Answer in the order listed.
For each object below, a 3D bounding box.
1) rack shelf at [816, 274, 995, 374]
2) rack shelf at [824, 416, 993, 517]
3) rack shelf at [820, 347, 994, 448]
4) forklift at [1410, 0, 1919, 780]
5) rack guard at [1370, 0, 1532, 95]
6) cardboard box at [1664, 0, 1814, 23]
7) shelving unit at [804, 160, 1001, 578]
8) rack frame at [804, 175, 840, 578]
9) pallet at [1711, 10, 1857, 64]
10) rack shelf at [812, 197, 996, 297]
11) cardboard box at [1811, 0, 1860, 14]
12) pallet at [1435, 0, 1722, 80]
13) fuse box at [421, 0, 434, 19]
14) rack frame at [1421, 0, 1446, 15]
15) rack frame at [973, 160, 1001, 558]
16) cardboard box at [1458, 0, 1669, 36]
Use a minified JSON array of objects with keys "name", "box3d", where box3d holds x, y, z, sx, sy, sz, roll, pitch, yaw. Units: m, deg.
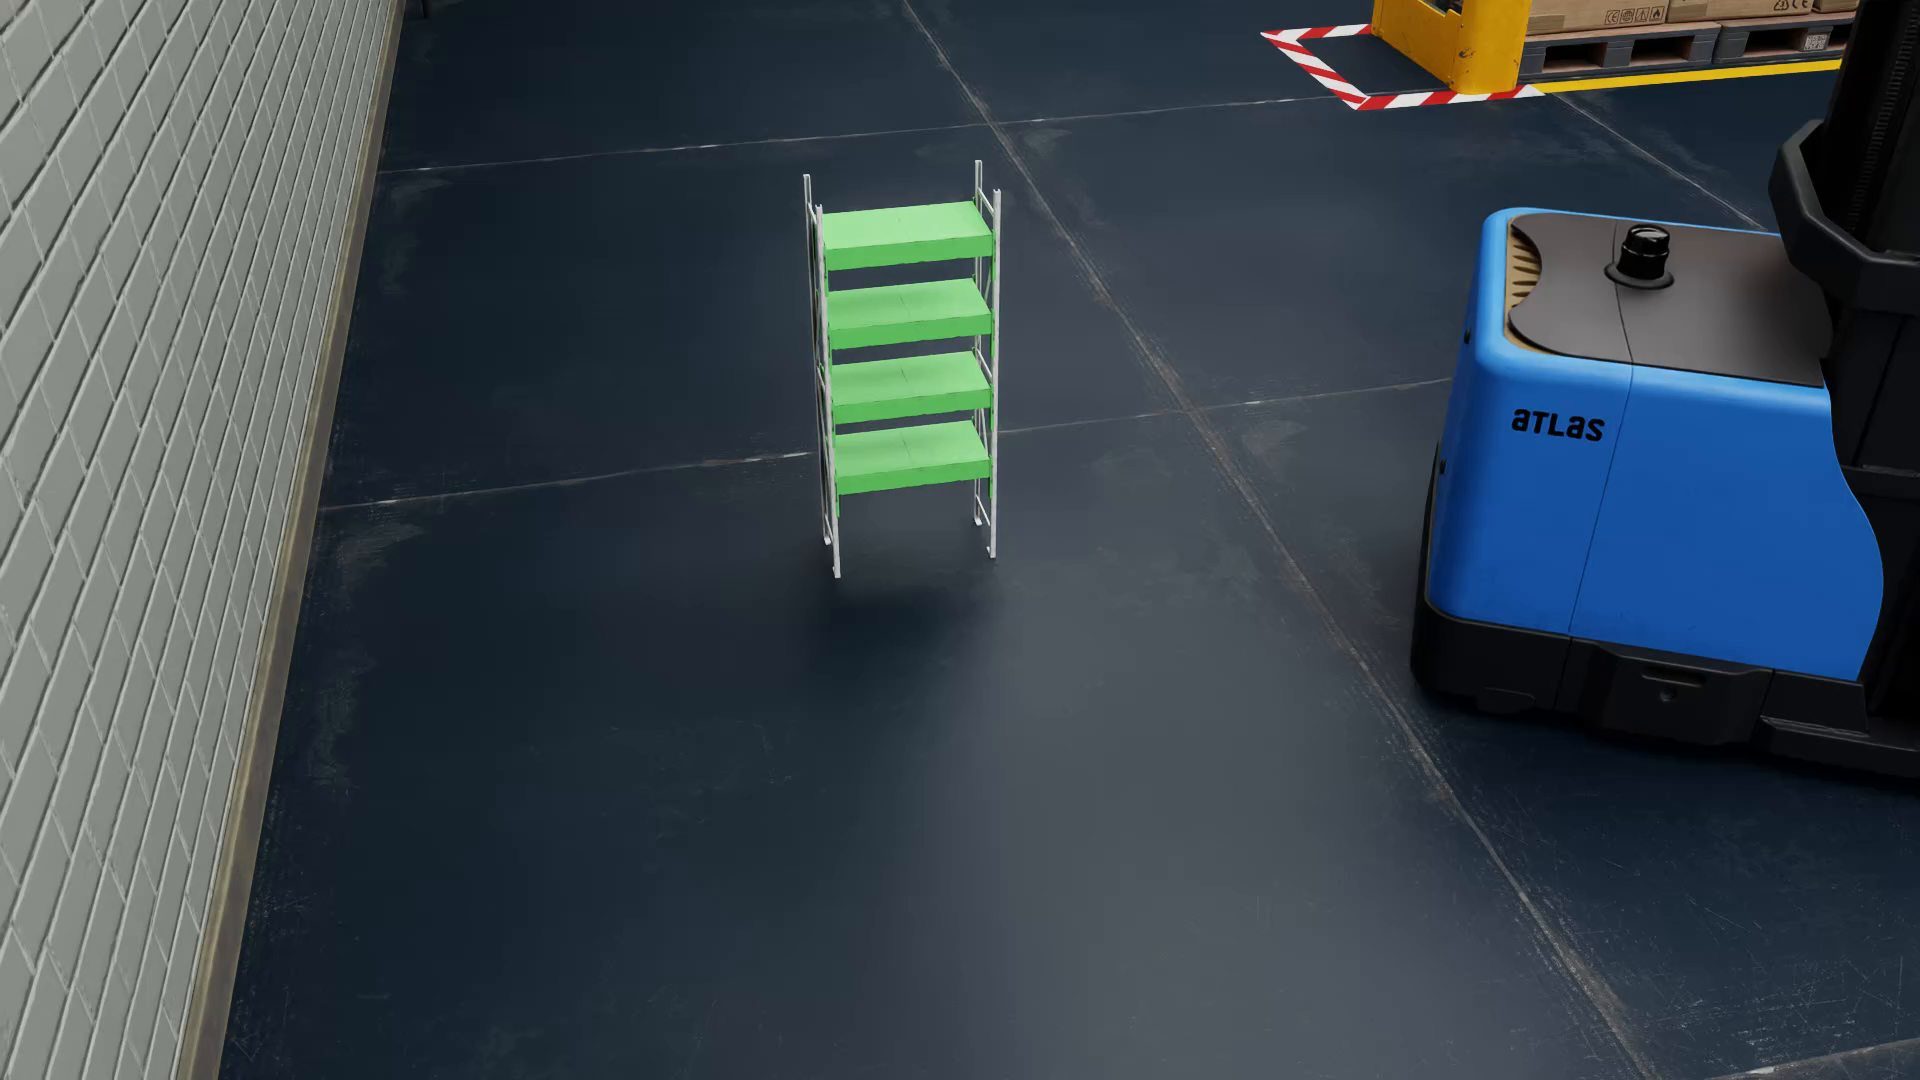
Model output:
[{"name":"rack shelf","box3d":[-0.161,-0.624,4.787,0.480,0.148,0.258,-7,35,-11]},{"name":"rack shelf","box3d":[-0.161,-0.226,5.055,0.480,0.148,0.258,-7,35,-11]},{"name":"rack shelf","box3d":[-0.161,-0.425,4.921,0.480,0.148,0.258,-7,35,-11]},{"name":"forklift","box3d":[2.820,-0.808,3.823,3.031,2.935,1.130,9,35,13]},{"name":"rack guard","box3d":[2.661,-2.875,9.086,0.348,0.500,1.175,-7,35,-11]},{"name":"cardboard box","box3d":[4.197,-3.279,9.367,0.875,0.438,0.875,-6,34,-9]},{"name":"shelving unit","box3d":[-0.161,-0.478,4.885,0.503,1.200,0.258,-7,35,-11]},{"name":"rack frame","box3d":[-0.399,-0.448,4.841,0.015,1.200,0.240,-7,35,-11]},{"name":"pallet","box3d":[4.634,-3.047,9.601,1.213,0.211,1.003,-7,35,-11]},{"name":"rack shelf","box3d":[-0.161,-0.823,4.653,0.480,0.148,0.258,-7,35,-11]},{"name":"cardboard box","box3d":[5.077,-3.389,9.531,0.875,0.438,0.875,-8,35,-12]},{"name":"pallet","box3d":[3.447,-2.899,9.381,1.213,0.211,1.003,-7,35,-11]},{"name":"fuse box","box3d":[-3.132,-3.835,9.429,0.414,1.711,0.539,-7,35,-11]},{"name":"rack frame","box3d":[2.684,-3.916,8.394,0.127,3.000,1.000,-7,35,-11]},{"name":"rack frame","box3d":[0.077,-0.508,4.930,0.015,1.200,0.240,-7,35,-11]},{"name":"cardboard box","box3d":[3.306,-3.162,9.193,0.875,0.438,0.875,-8,35,-12]}]
